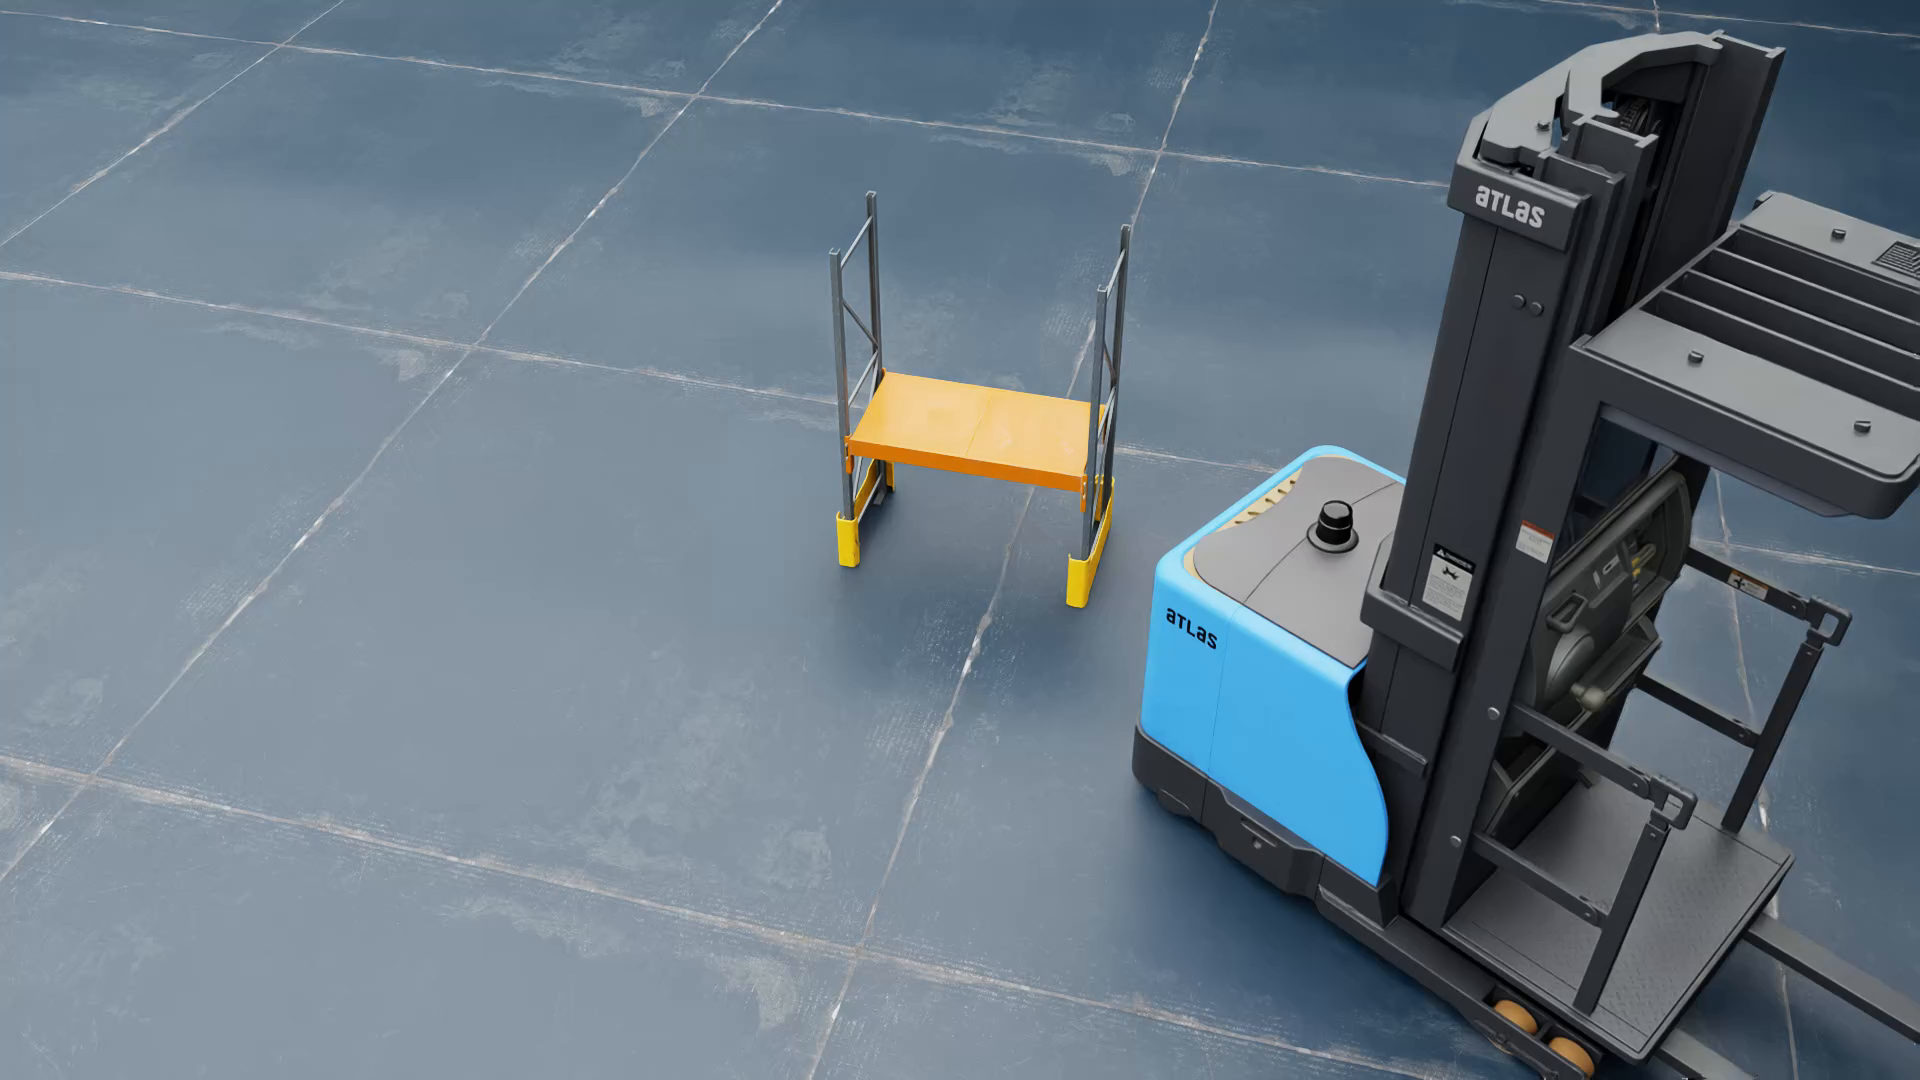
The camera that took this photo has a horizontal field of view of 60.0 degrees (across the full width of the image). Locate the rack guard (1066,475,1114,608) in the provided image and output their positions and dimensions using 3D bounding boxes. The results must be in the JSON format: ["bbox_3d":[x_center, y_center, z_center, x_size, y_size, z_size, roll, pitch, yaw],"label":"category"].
[{"bbox_3d":[0.555,0.000,7.056,0.087,0.250,0.587,10,41,11],"label":"rack guard"}]

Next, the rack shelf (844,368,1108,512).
[{"bbox_3d":[0.082,-0.422,6.866,1.000,0.185,0.538,10,41,11],"label":"rack shelf"}]

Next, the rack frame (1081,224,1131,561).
[{"bbox_3d":[0.573,-0.476,6.650,0.032,1.500,0.500,10,41,11],"label":"rack frame"}]

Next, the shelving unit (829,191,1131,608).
[{"bbox_3d":[0.074,-0.562,6.753,1.083,1.500,0.587,10,41,11],"label":"shelving unit"}]

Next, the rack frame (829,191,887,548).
[{"bbox_3d":[-0.409,-0.645,6.851,0.032,1.500,0.500,10,41,11],"label":"rack frame"}]

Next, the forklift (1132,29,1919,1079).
[{"bbox_3d":[2.036,0.218,4.711,3.031,2.935,1.130,32,50,33],"label":"forklift"}]

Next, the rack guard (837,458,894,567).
[{"bbox_3d":[-0.407,-0.166,7.253,0.087,0.250,0.587,10,41,11],"label":"rack guard"}]
